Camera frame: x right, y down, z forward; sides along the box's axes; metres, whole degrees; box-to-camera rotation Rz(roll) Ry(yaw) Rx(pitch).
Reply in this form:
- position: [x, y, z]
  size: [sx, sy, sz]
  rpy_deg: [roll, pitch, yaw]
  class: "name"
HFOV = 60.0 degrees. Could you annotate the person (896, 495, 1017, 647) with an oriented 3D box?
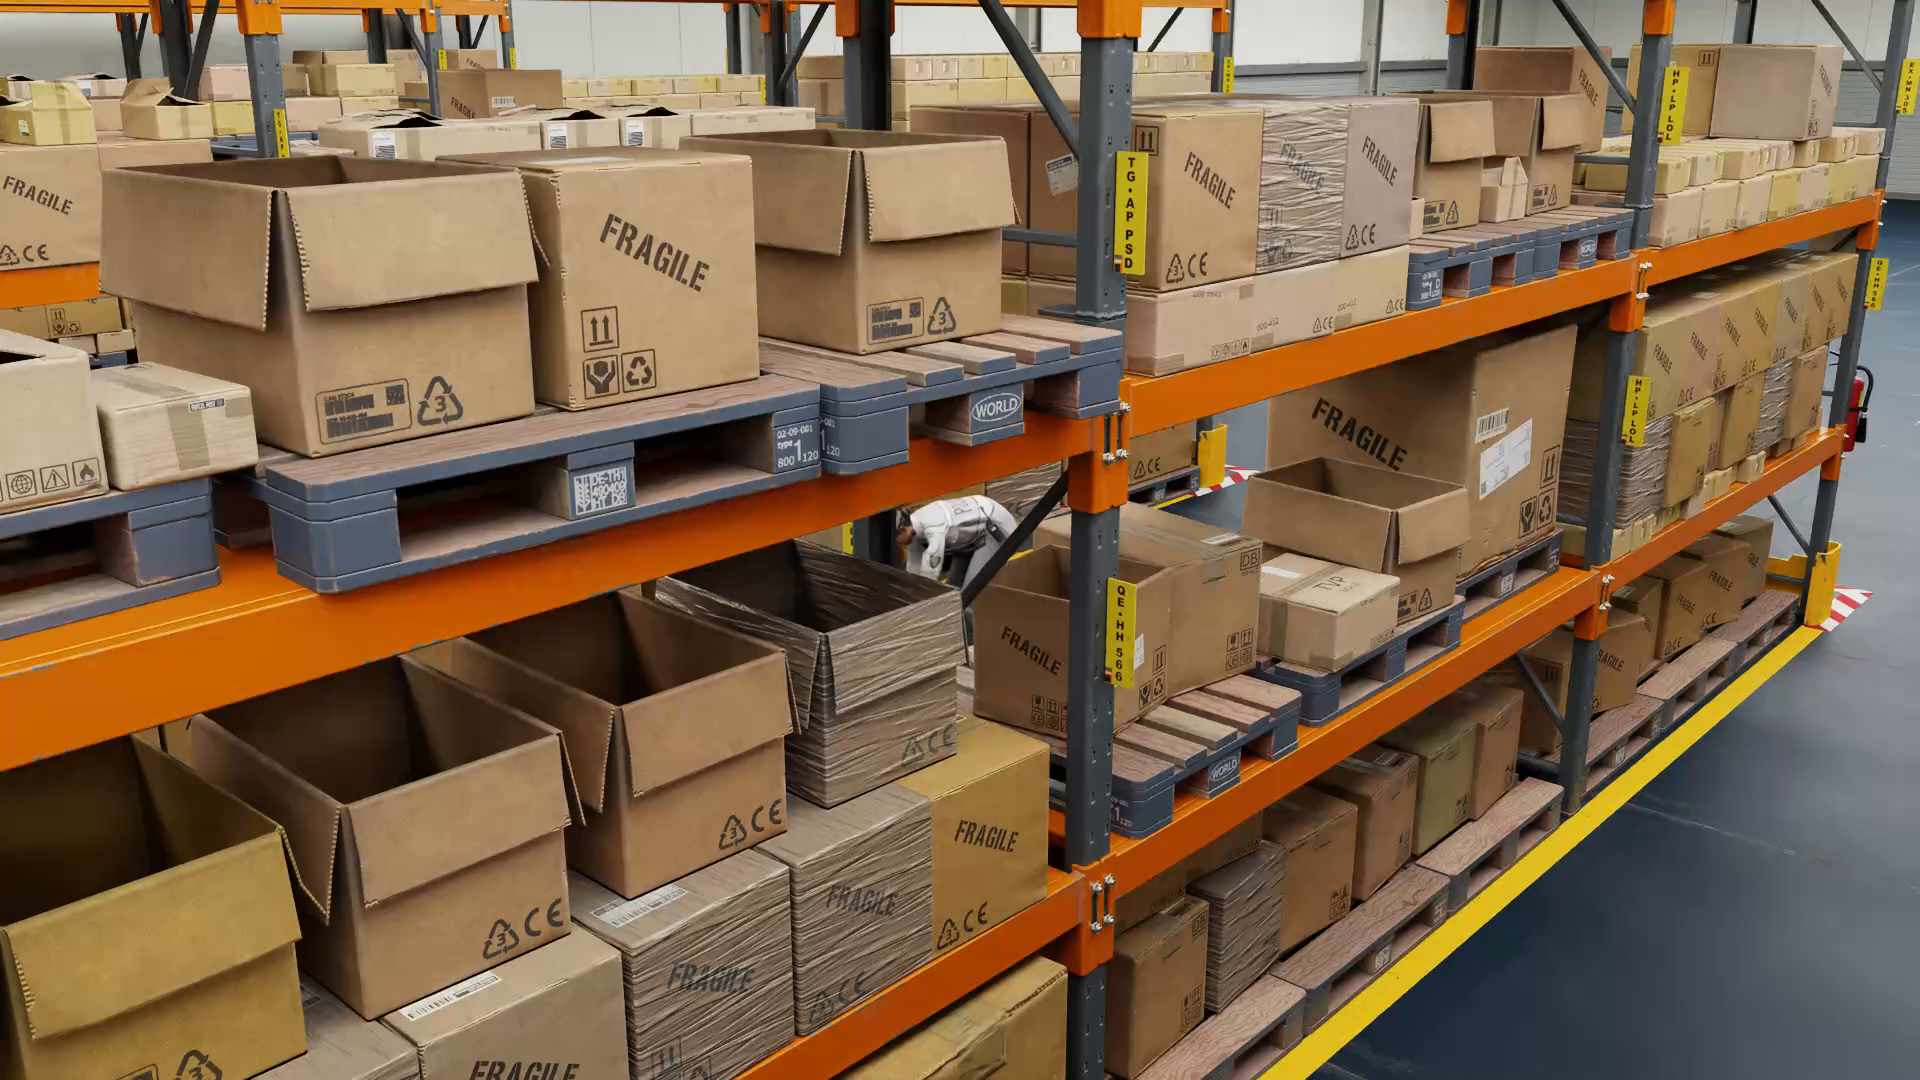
- position: [-0.106, 0.249, 10.259]
  size: [0.925, 1.065, 0.429]
  rpy_deg: [-5, 18, -17]
  class: "person"
